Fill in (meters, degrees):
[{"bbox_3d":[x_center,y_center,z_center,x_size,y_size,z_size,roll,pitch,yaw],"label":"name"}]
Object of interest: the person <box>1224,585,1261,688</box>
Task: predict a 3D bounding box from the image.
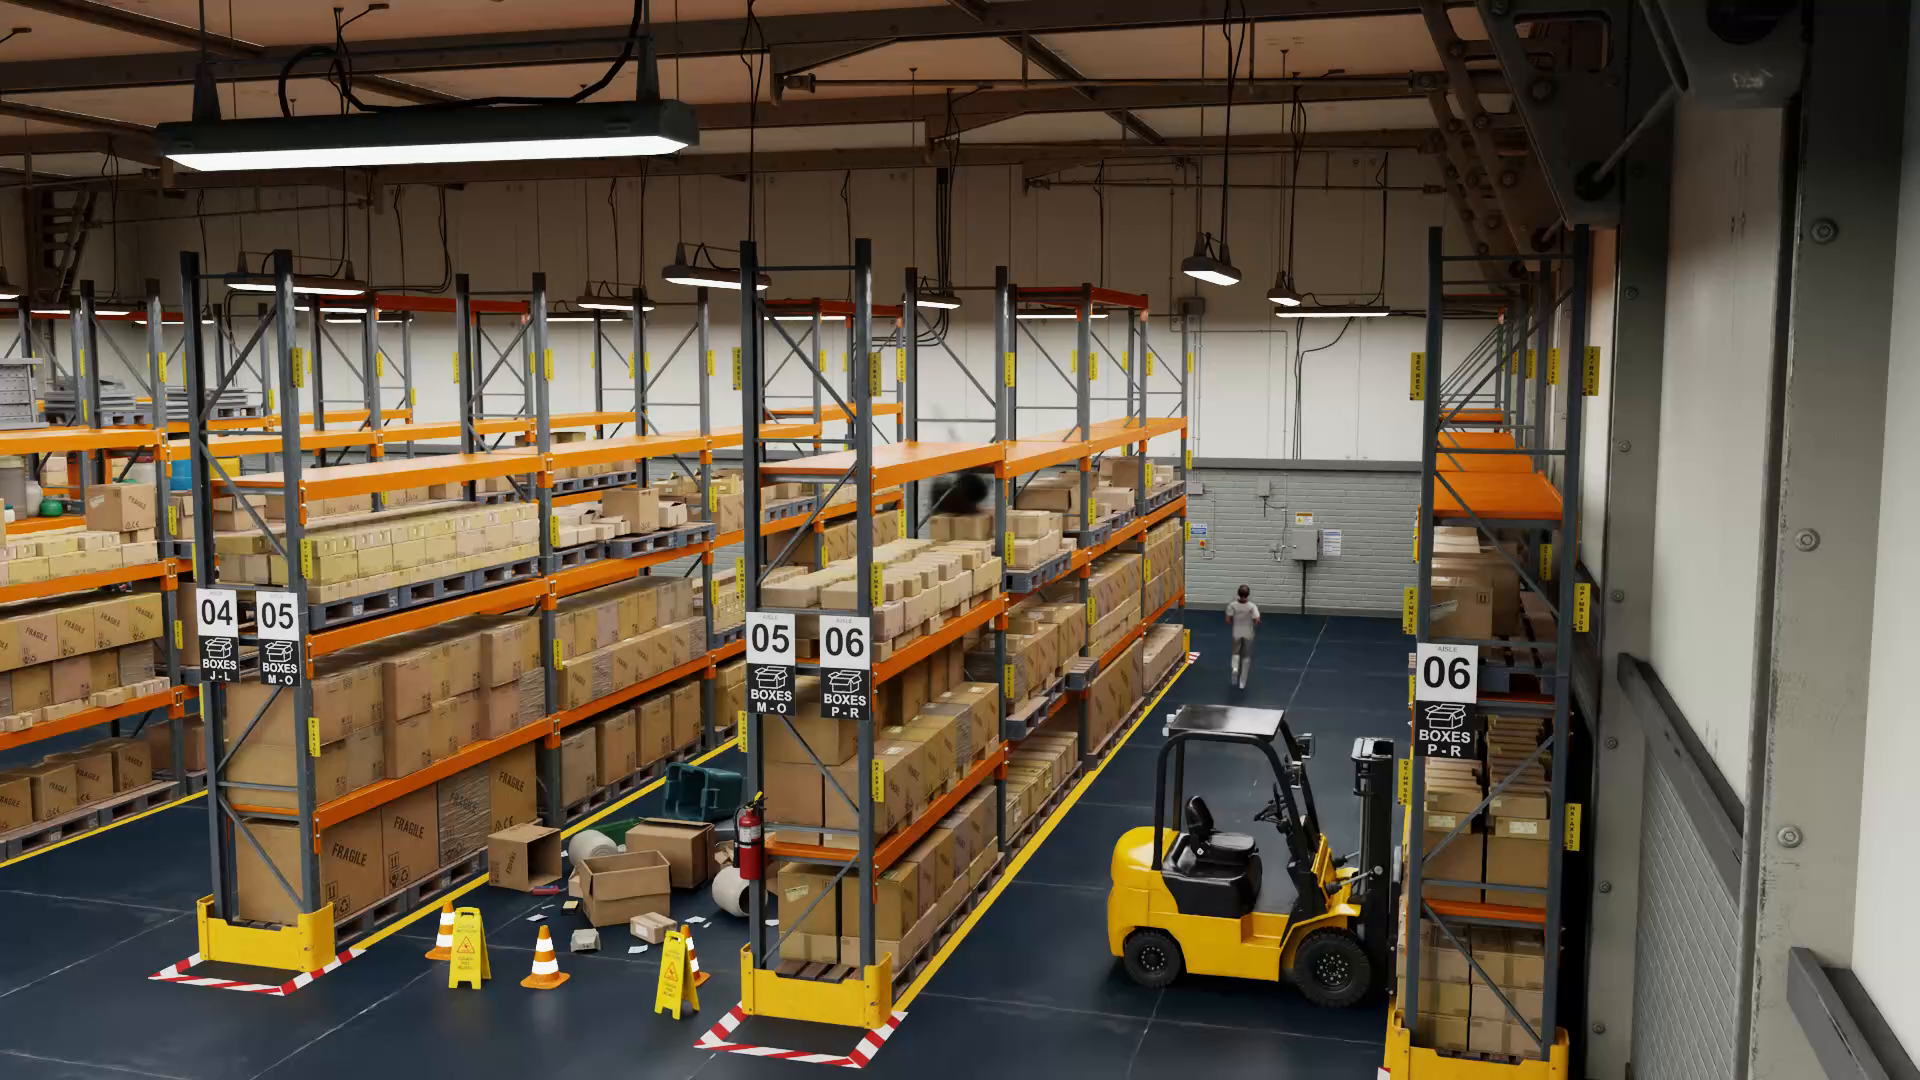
[{"bbox_3d":[4.365,1.488,25.673,0.561,1.619,0.588,2,7,15],"label":"person"}]
